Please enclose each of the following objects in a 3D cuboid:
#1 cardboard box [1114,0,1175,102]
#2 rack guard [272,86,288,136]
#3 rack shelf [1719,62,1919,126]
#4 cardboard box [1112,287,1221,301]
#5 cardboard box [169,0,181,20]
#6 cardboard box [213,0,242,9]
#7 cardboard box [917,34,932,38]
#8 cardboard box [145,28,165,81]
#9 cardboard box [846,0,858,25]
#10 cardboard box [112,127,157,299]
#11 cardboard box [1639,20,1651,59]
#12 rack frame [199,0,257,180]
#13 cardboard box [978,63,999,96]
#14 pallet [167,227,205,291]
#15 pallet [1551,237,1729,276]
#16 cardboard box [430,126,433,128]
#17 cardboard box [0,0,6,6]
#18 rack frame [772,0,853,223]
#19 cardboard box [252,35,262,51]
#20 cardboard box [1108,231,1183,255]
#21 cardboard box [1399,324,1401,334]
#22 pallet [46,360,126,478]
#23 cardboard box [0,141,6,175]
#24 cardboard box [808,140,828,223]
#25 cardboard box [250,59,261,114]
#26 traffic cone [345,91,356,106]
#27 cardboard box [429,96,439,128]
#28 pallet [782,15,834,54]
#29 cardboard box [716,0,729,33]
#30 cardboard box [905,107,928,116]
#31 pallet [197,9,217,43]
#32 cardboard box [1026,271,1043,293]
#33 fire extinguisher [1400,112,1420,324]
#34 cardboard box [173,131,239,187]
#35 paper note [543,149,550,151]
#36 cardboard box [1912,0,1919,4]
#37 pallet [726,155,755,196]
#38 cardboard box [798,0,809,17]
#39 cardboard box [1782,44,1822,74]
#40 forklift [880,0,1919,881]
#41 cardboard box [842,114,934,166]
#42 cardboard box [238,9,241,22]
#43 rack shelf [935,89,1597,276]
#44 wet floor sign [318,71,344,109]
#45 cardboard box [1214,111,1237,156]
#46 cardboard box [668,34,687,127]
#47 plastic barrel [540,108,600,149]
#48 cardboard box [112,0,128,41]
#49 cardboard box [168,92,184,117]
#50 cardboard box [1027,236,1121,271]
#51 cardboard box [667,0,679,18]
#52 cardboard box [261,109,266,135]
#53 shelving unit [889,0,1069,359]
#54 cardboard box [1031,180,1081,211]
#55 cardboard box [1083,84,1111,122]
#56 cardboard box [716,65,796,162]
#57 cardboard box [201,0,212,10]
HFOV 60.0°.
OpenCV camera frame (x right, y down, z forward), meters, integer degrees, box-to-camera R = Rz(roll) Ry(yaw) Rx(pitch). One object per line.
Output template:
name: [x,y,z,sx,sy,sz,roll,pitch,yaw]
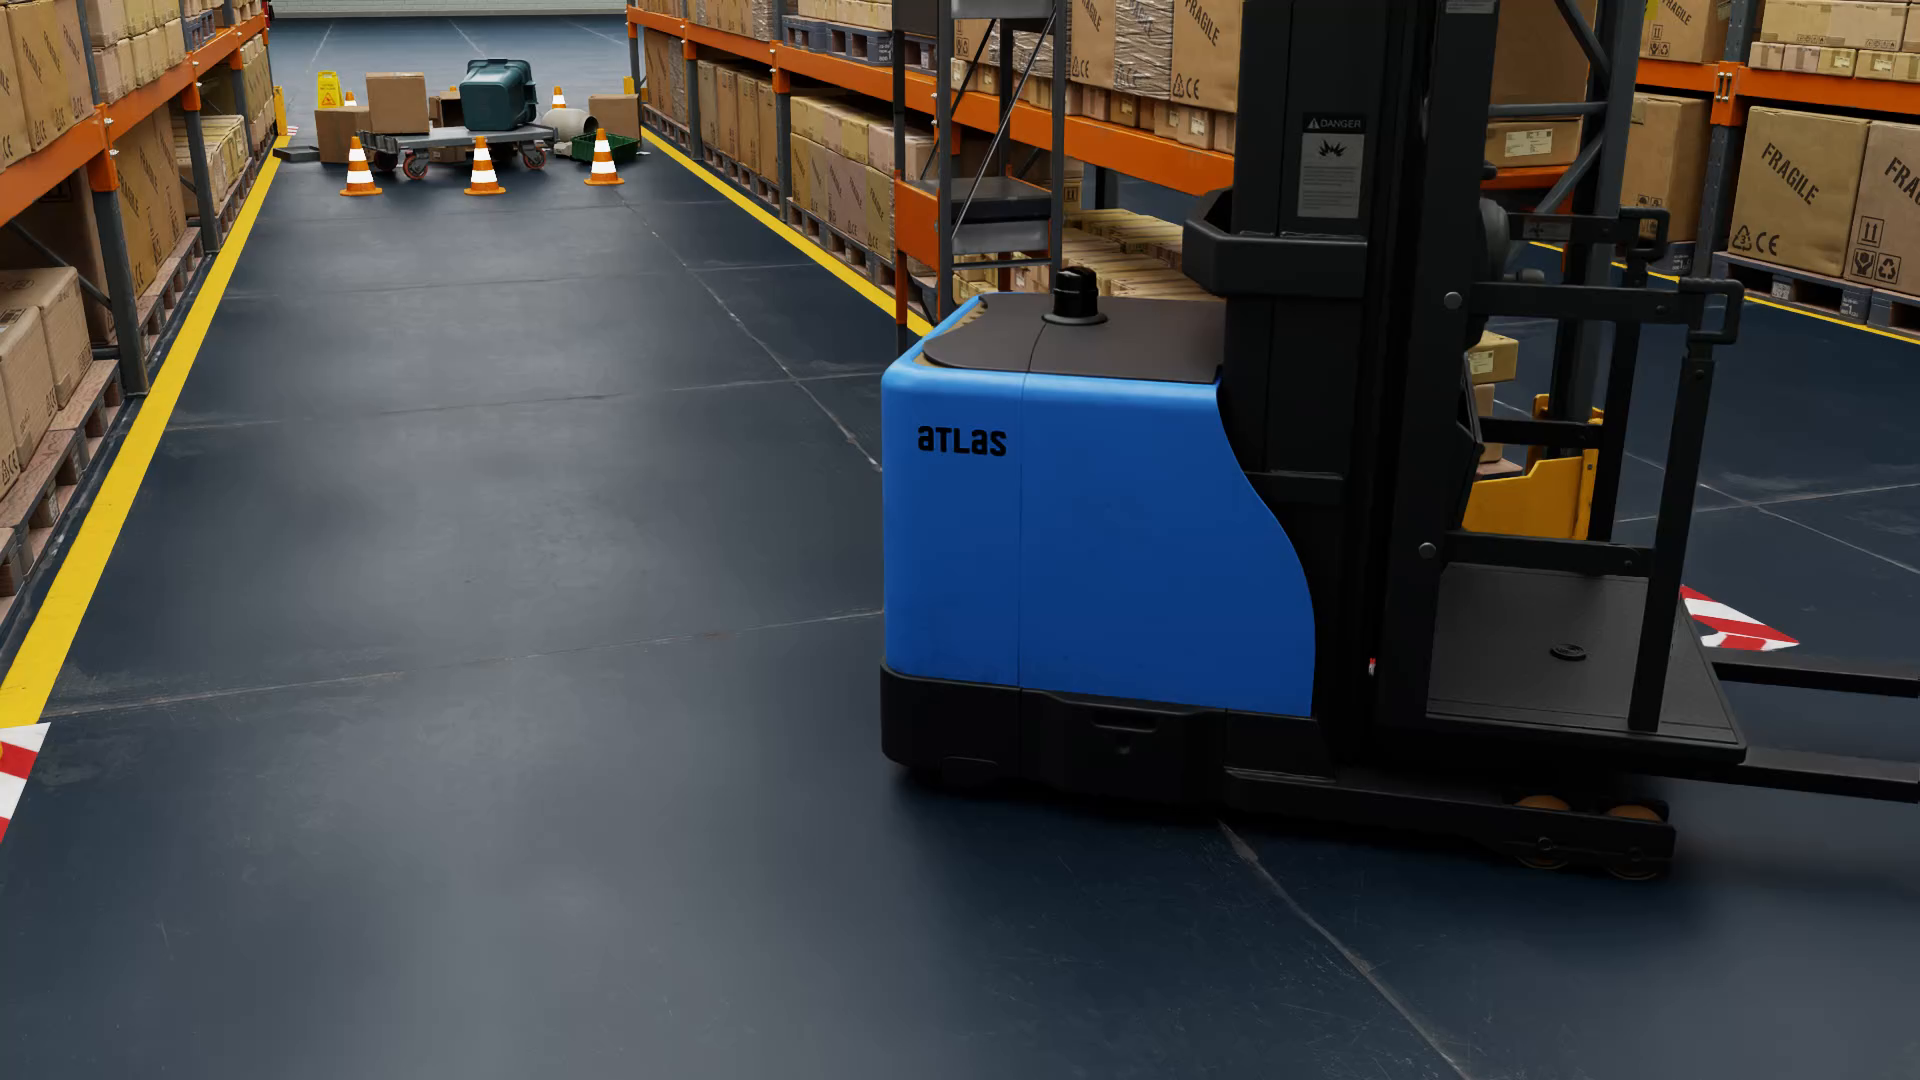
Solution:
cardboard box: [0.919,-1.952,6.327,0.500,0.500,0.500,-6,21,-17]
rack guard: [-8.042,-4.696,18.252,1.175,0.500,0.348,-6,21,-17]
rack shelf: [5.742,-2.119,8.442,1.077,0.370,4.000,-6,21,-17]
cardboard box: [0.838,-0.926,6.774,0.380,0.149,0.250,-6,21,-15]
cardboard box: [-5.158,-3.366,10.333,0.500,0.250,0.500,-6,21,-17]
cardboard box: [-6.683,-4.971,14.732,0.500,0.500,0.500,-6,21,-17]
cardboard box: [-0.022,-2.874,9.230,0.380,0.149,0.250,-6,21,-17]
cardboard box: [-4.641,-2.638,9.046,0.500,0.250,0.500,-7,21,-18]
cardboard box: [-0.517,-3.377,10.632,0.380,0.149,0.250,-6,21,-16]
cardboard box: [-4.857,-1.723,8.799,0.875,0.875,0.875,-6,21,-16]
cardboard box: [4.558,-3.427,10.872,0.500,0.500,0.500,-6,21,-16]
rack frame: [-6.809,-4.613,14.323,1.000,3.000,0.127,-6,21,-17]
cardboard box: [0.303,-2.286,8.214,0.380,0.149,0.250,-6,21,-16]
pallet: [-5.375,-1.756,10.494,1.003,0.211,1.213,-6,21,-17]
pallet: [4.799,-2.026,11.246,1.003,0.211,1.213,-6,21,-17]
cardboard box: [-5.737,-4.350,17.806,0.380,0.149,0.250,4,20,11]
cardboard box: [-3.414,-1.954,5.292,0.500,0.500,0.500,-6,21,-17]
rack frame: [-0.884,-3.888,12.304,1.000,3.000,0.127,-6,21,-17]
cardboard box: [-7.312,-5.038,16.882,0.380,0.149,0.250,-6,21,-16]
cardboard box: [0.942,-1.406,8.108,0.380,0.149,0.250,-6,21,-15]
cardboard box: [1.587,-0.737,6.246,0.380,0.149,0.250,-6,21,-16]
pallet: [-4.130,-0.482,6.945,1.003,0.211,1.213,-6,21,-17]
cardboard box: [-3.244,-1.319,5.003,0.500,0.500,0.500,-7,21,-18]
cardboard box: [-0.743,-2.494,11.500,0.500,0.500,0.500,-6,21,-17]
cardboard box: [-6.918,-4.259,15.672,0.500,0.500,0.500,-6,20,-15]
traffic cone: [-6.706,-4.702,18.323,0.336,0.463,0.334,-6,21,-17]
cardboard box: [-5.111,-4.428,17.499,0.637,0.503,0.797,12,23,30]
pallet: [-0.559,-3.581,11.732,1.213,0.211,1.003,-6,21,-17]
cardboard box: [-1.758,-4.536,13.960,0.500,0.500,0.500,-6,21,-16]
cardboard box: [-0.107,-2.745,11.089,0.500,0.250,0.500,-6,21,-16]
pallet: [-6.213,-3.870,12.539,1.003,0.211,1.213,-6,21,-17]
cardboard box: [0.541,-1.217,8.024,0.380,0.149,0.250,-7,21,-20]
fire extinguisher: [1.271,-0.979,4.871,0.296,0.674,0.183,-6,21,-17]
cardboard box: [-6.192,-2.953,12.967,0.950,0.372,0.625,-6,21,-15]
paper note: [-4.306,-4.012,17.053,0.172,0.023,0.155,1,20,2]
cardboard box: [5.337,-3.015,8.546,0.500,0.500,0.500,-7,21,-19]
pallet: [-1.440,-3.228,14.590,1.003,0.211,1.213,-6,21,-17]
cardboard box: [-0.935,-3.803,11.816,0.380,0.149,0.250,-7,21,-18]
cardboard box: [4.973,-2.766,9.553,0.380,0.149,0.250,-7,21,-19]
forklift: [1.375,-0.806,3.825,3.031,2.935,1.130,5,20,13]
cardboard box: [-0.430,-2.525,10.477,0.500,0.250,0.500,-7,21,-20]
cardboard box: [-6.889,-4.871,15.412,0.380,0.149,0.250,-6,21,-16]
rack shelf: [1.002,-1.624,7.065,1.077,0.370,4.000,-6,21,-17]
wet floor sign: [-7.110,-4.964,18.781,0.267,0.644,0.232,1,20,2]
cardboard box: [1.124,-1.440,5.860,0.380,0.149,0.250,-7,21,-18]
cardboard box: [-2.560,-4.868,17.553,0.875,0.875,0.875,-6,21,-17]
plastic barrel: [-3.954,-4.160,16.873,0.512,0.421,0.421,8,21,20]
cardboard box: [-4.356,-2.546,8.051,0.500,0.250,0.500,-6,21,-16]
cardboard box: [-7.250,-4.031,15.040,0.500,0.500,0.500,-7,21,-18]
cardboard box: [0.545,-1.356,7.971,0.380,0.149,0.250,-7,21,-19]
cardboard box: [-2.463,-5.534,16.663,0.875,0.550,0.550,-6,21,-17]
cardboard box: [-7.086,-4.075,16.271,0.500,0.250,0.500,-7,21,-18]
shelving unit: [0.052,-0.935,5.414,0.431,2.100,0.503,-6,21,-17]
cardboard box: [0.392,-1.891,9.821,0.500,0.500,0.500,-6,20,-15]
cardboard box: [0.740,-1.862,7.035,0.380,0.149,0.250,-6,21,-15]
cardboard box: [-1.561,-3.811,14.796,1.050,0.750,0.750,-6,21,-17]
cardboard box: [-6.078,-4.228,13.001,0.380,0.149,0.250,-6,21,-17]
